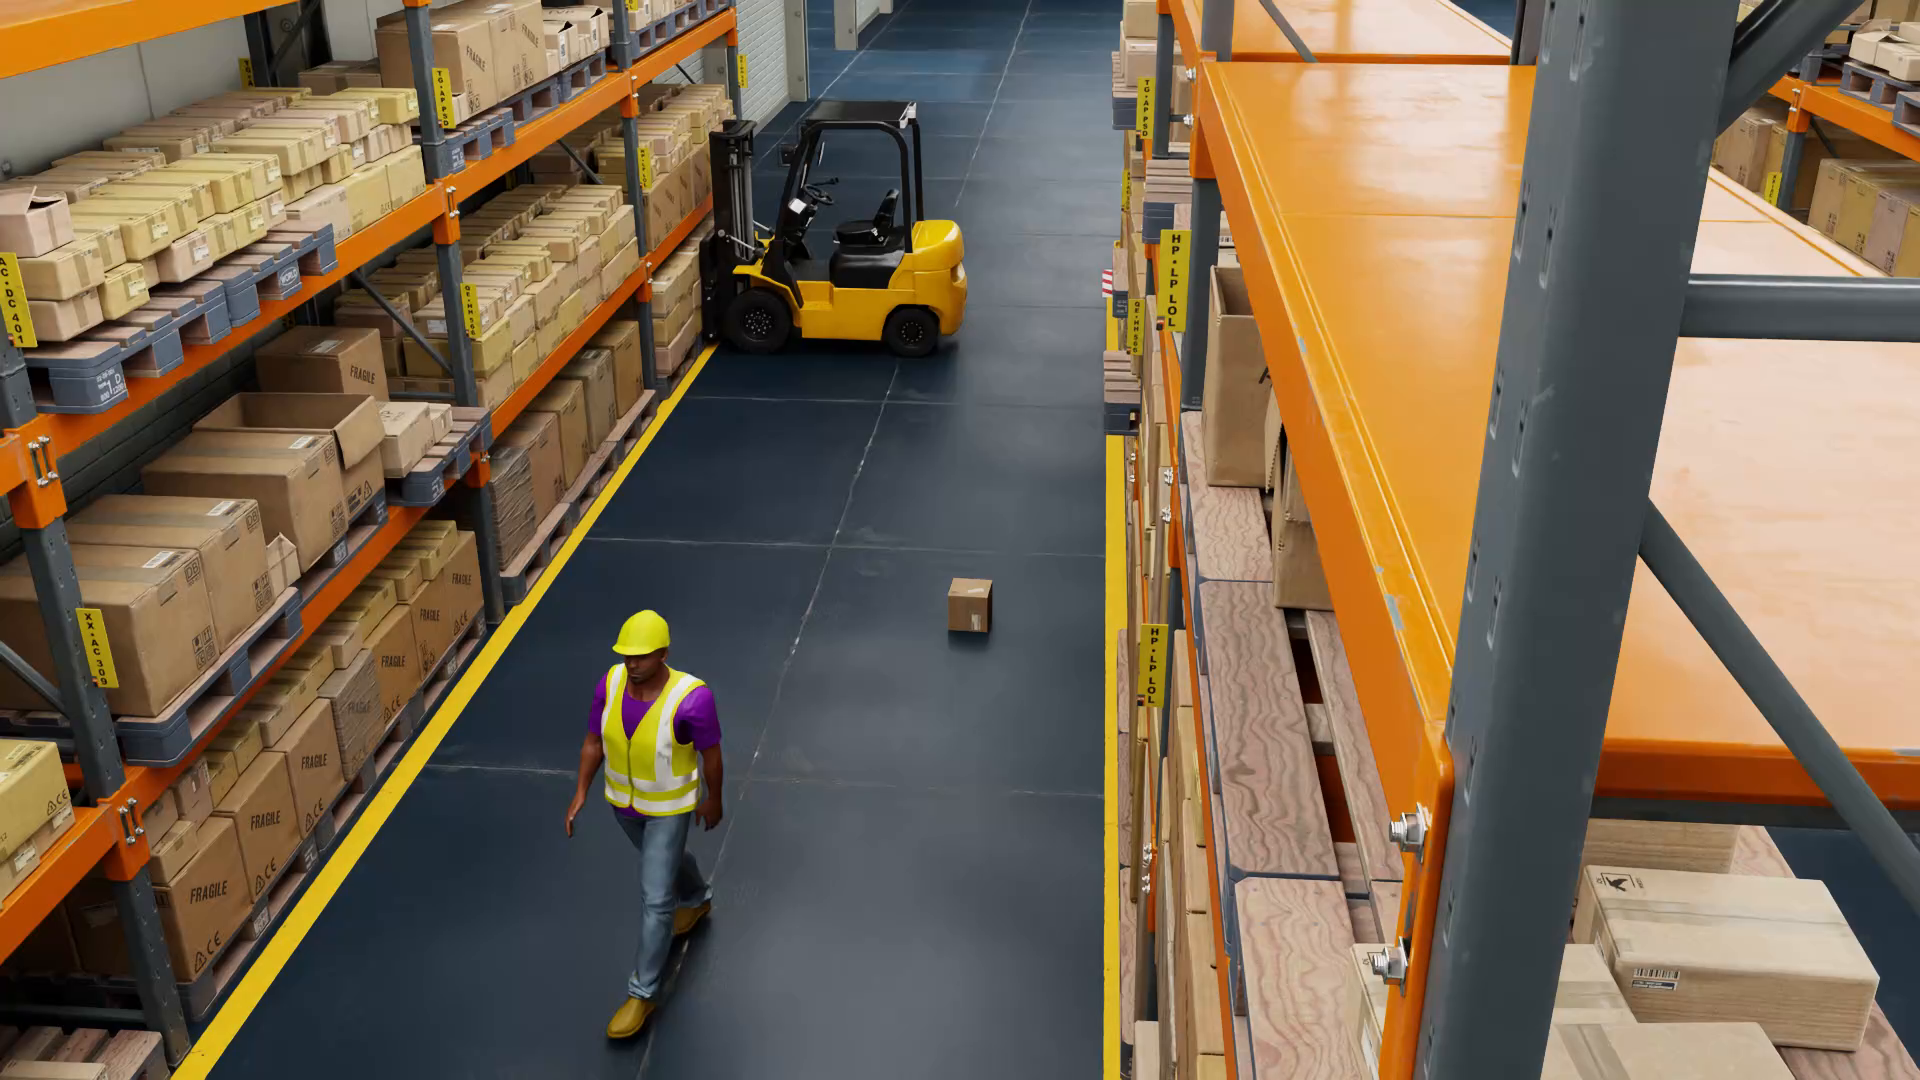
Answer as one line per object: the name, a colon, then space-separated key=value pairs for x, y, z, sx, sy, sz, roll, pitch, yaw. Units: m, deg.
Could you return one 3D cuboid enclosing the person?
person: x=-1.369 y=1.128 z=7.057 sx=0.580 sy=1.708 sz=1.002 roll=11 pitch=27 yaw=23
